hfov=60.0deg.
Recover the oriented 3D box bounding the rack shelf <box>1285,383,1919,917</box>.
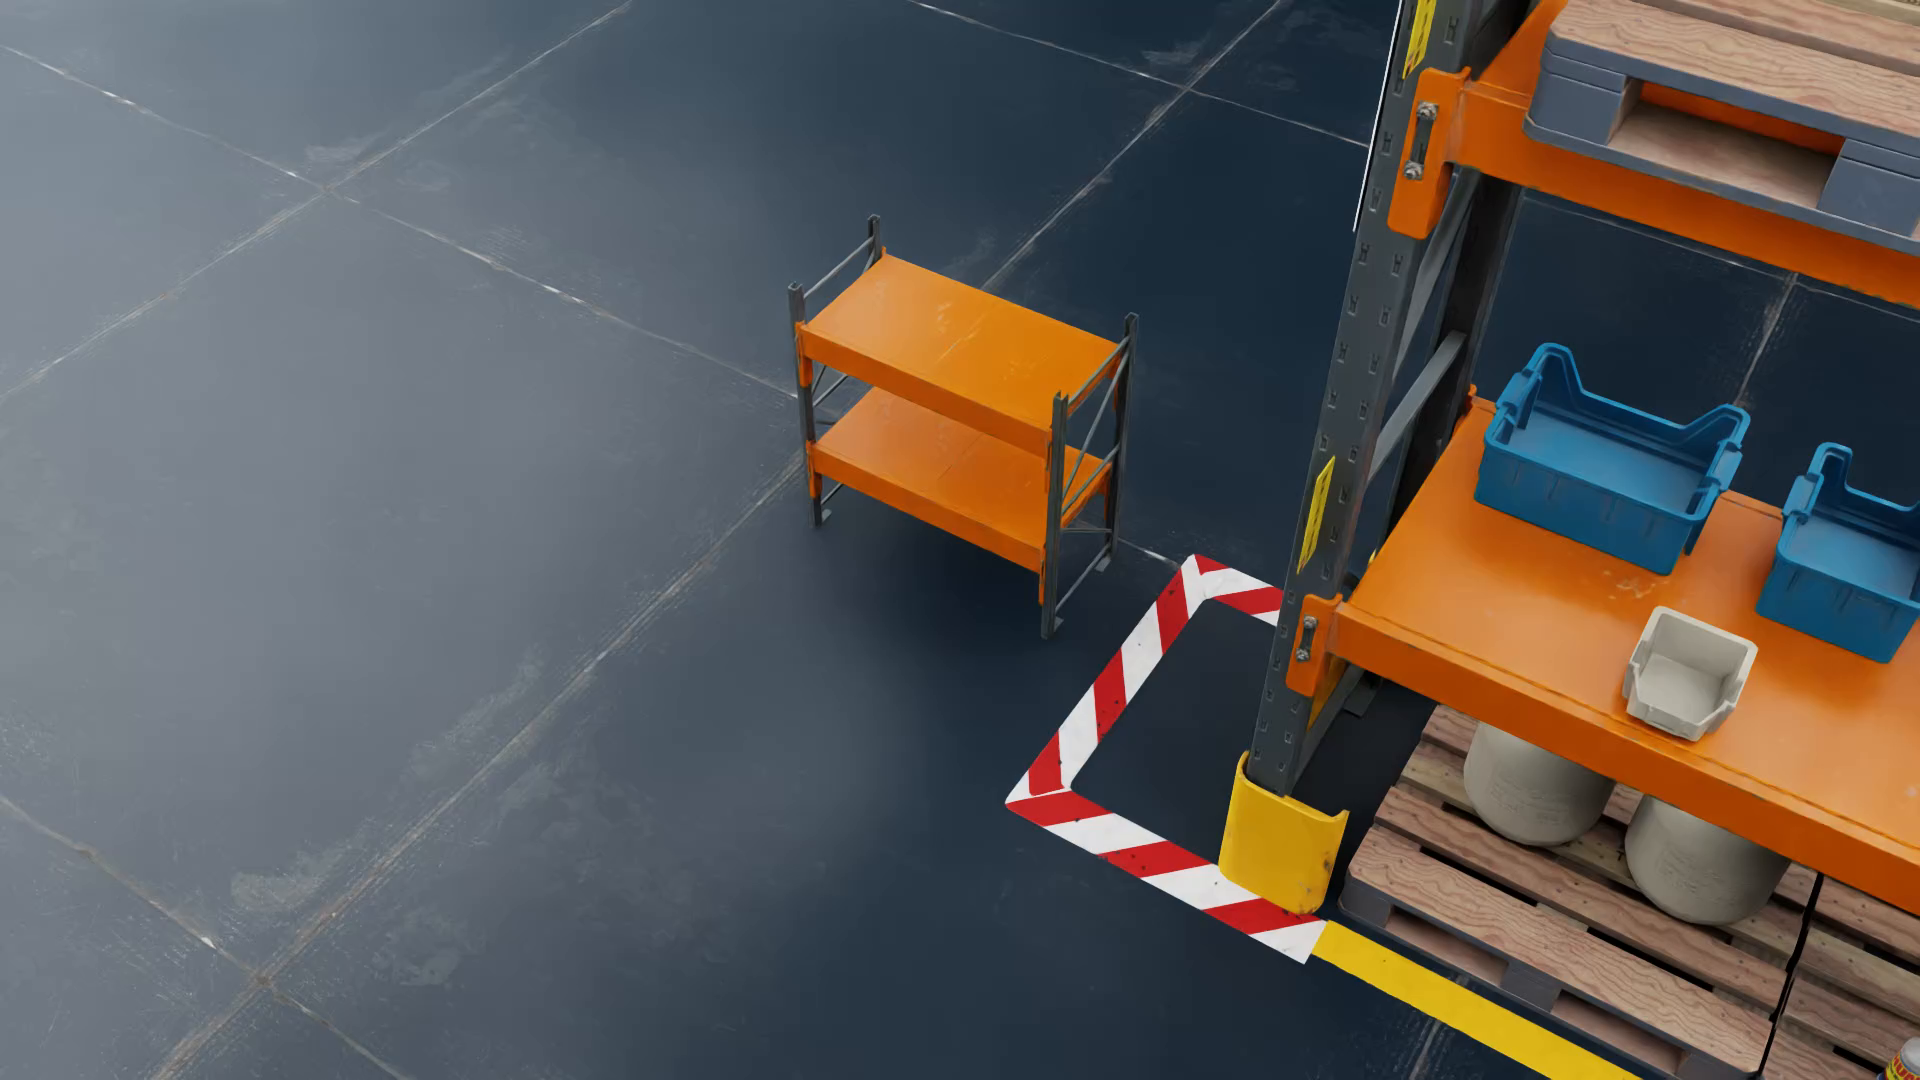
[{"bbox_3d":[2.845,0.734,3.947,4.000,0.370,1.077,25,51,22],"label":"rack shelf"}]

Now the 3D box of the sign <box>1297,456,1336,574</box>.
[{"bbox_3d":[0.860,-0.057,4.021,0.005,0.325,0.100,25,51,22],"label":"sign"}]

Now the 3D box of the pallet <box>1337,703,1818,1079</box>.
[{"bbox_3d":[1.931,0.999,5.132,1.213,0.211,1.003,25,51,22],"label":"pallet"}]

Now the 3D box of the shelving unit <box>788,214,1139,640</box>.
[{"bbox_3d":[0.006,-0.389,5.844,1.048,1.125,0.538,25,51,22],"label":"shelving unit"}]

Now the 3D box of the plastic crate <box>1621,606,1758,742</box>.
[{"bbox_3d":[1.741,0.341,4.011,0.250,0.136,0.298,25,51,22],"label":"plastic crate"}]

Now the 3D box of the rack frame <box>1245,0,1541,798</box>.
[{"bbox_3d":[1.161,-0.291,4.442,0.127,3.000,1.000,25,51,22],"label":"rack frame"}]

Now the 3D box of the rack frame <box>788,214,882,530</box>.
[{"bbox_3d":[-0.422,-0.586,6.035,0.032,1.125,0.500,25,51,22],"label":"rack frame"}]

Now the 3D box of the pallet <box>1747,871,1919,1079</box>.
[{"bbox_3d":[2.954,1.472,4.672,1.213,0.211,1.003,25,51,22],"label":"pallet"}]

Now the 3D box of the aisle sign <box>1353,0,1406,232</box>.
[{"bbox_3d":[0.942,-1.048,3.364,0.004,0.787,0.394,25,51,22],"label":"aisle sign"}]

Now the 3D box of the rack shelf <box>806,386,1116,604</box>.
[{"bbox_3d":[0.006,-0.219,6.019,1.000,0.278,0.538,25,51,22],"label":"rack shelf"}]

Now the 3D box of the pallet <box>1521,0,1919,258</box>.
[{"bbox_3d":[1.805,-0.891,3.065,1.213,0.211,1.003,25,51,22],"label":"pallet"}]

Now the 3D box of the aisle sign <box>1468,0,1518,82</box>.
[{"bbox_3d":[1.261,-1.404,3.711,0.004,0.787,0.394,25,51,22],"label":"aisle sign"}]

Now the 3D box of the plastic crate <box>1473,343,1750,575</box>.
[{"bbox_3d":[1.744,-0.226,4.482,0.616,0.251,0.499,25,51,22],"label":"plastic crate"}]

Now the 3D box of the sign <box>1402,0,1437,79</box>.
[{"bbox_3d":[0.860,-1.009,3.041,0.005,0.325,0.100,25,51,22],"label":"sign"}]

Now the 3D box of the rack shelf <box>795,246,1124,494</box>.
[{"bbox_3d":[0.006,-0.593,5.634,1.000,0.278,0.538,25,51,22],"label":"rack shelf"}]

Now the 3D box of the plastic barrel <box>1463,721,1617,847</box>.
[{"bbox_3d":[1.756,0.638,4.980,0.421,0.512,0.421,0,46,0],"label":"plastic barrel"}]

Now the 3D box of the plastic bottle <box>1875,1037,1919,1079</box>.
[{"bbox_3d":[2.519,1.396,4.397,0.097,0.271,0.097,0,46,0],"label":"plastic bottle"}]

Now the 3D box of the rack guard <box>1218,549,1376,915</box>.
[{"bbox_3d":[1.250,0.581,5.337,0.348,0.500,1.175,25,51,22],"label":"rack guard"}]

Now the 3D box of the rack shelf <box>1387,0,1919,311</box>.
[{"bbox_3d":[2.845,-0.312,2.871,4.000,0.370,1.077,25,51,22],"label":"rack shelf"}]

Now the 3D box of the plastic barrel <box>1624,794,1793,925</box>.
[{"bbox_3d":[2.178,0.832,4.792,0.421,0.512,0.421,0,46,0],"label":"plastic barrel"}]

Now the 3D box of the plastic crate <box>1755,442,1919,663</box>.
[{"bbox_3d":[2.287,0.029,4.234,0.408,0.251,0.499,25,51,22],"label":"plastic crate"}]

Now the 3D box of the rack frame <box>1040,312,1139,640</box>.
[{"bbox_3d":[0.434,-0.193,5.653,0.032,1.125,0.500,25,51,22],"label":"rack frame"}]
